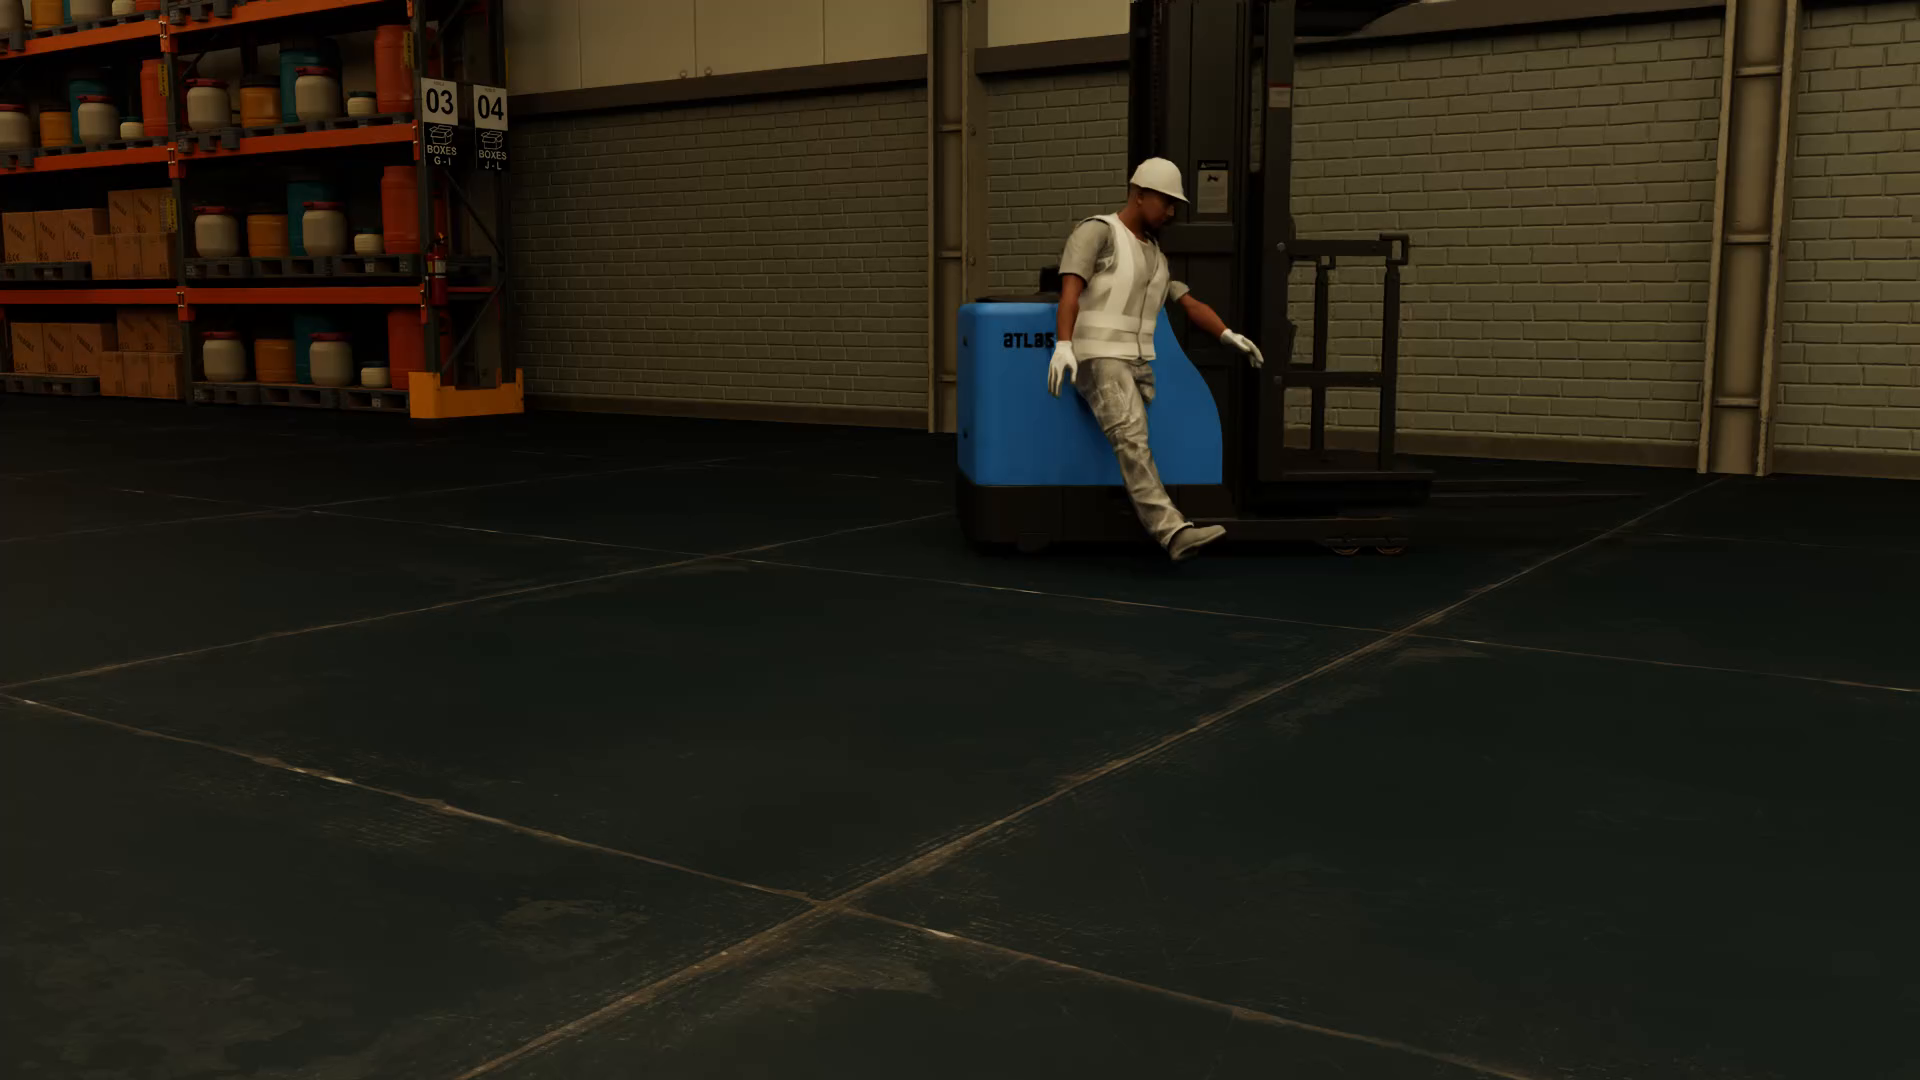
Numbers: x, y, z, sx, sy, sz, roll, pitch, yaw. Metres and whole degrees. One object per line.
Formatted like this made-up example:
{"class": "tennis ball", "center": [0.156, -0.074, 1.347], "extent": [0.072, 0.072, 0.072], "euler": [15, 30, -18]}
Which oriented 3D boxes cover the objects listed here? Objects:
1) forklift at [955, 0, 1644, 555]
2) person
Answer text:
{"class": "forklift", "center": [1.521, -1.459, 7.451], "extent": [3.031, 2.935, 1.130], "euler": [-1, 8, -5]}
{"class": "person", "center": [0.833, -0.732, 6.867], "extent": [1.013, 1.679, 0.912], "euler": [8, 11, 43]}
